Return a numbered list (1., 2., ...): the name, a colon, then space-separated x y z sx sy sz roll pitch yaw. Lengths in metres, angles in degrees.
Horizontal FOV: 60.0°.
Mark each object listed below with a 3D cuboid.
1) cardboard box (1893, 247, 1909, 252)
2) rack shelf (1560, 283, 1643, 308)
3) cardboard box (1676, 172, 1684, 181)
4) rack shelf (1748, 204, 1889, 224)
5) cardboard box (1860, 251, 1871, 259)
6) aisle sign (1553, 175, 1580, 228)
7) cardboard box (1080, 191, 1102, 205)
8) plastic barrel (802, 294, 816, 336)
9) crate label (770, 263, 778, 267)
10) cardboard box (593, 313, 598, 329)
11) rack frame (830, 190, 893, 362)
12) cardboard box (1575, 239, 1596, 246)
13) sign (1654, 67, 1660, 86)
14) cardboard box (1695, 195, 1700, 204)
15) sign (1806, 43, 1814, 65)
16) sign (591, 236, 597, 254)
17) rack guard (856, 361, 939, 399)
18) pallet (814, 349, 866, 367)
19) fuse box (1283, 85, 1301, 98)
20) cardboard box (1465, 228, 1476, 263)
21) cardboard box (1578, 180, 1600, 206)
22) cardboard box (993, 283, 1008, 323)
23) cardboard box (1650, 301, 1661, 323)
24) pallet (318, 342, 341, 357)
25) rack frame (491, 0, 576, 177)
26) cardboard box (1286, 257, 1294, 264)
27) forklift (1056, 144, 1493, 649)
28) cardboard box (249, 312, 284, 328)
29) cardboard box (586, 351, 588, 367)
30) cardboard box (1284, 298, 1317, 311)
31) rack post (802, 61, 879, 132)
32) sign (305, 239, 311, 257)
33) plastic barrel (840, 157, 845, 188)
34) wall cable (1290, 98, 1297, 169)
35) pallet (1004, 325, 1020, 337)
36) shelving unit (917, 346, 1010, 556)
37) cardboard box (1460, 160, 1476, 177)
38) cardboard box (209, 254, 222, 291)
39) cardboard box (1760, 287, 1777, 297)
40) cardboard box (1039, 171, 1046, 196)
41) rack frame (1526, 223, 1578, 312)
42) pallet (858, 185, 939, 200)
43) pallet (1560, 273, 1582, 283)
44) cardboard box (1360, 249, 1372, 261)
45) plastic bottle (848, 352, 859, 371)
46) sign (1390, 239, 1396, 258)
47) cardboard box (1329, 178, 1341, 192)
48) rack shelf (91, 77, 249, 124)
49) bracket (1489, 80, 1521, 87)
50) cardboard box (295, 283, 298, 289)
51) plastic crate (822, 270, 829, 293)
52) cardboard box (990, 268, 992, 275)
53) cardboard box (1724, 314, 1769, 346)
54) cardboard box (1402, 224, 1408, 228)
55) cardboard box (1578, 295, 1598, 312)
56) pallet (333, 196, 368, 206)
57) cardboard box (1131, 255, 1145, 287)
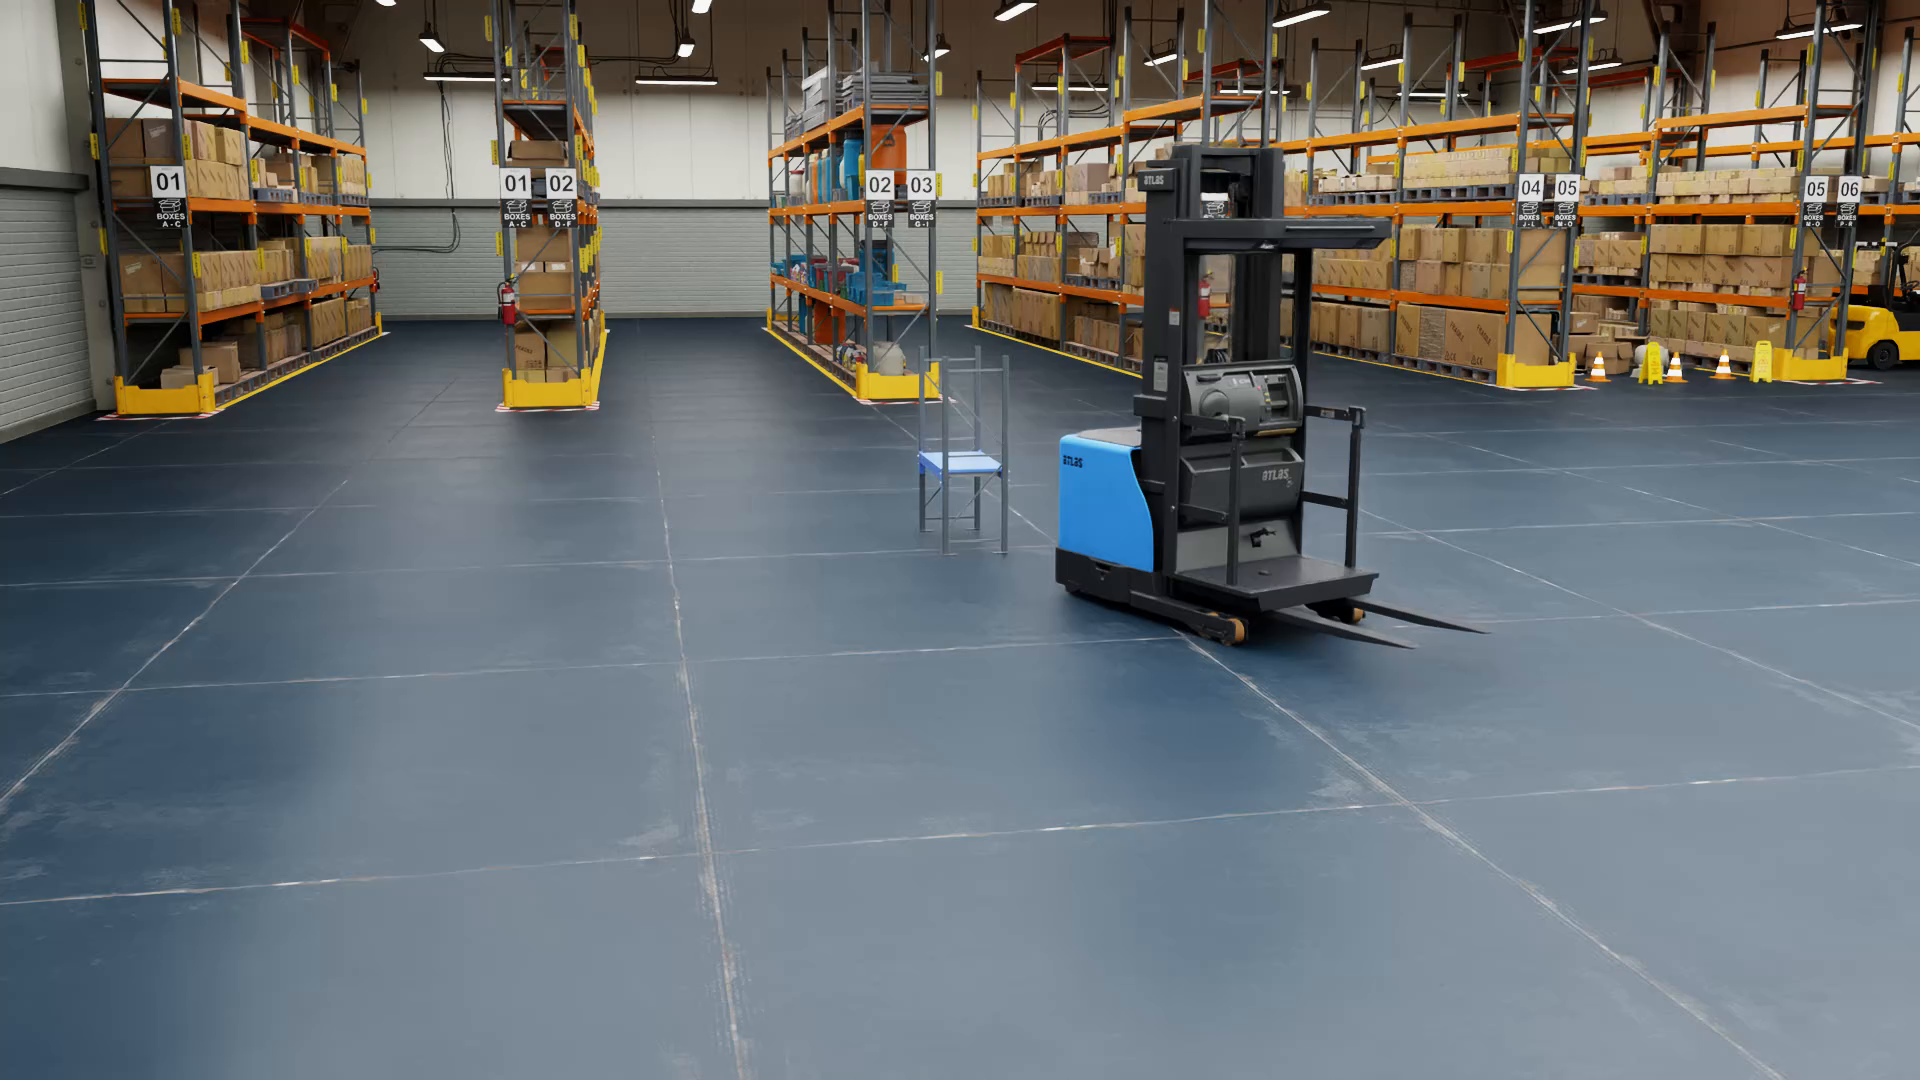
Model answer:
1. cardboard box: 17.598 -5.427 30.892 0.380 0.149 0.250 -2 11 -10
2. rack shelf: 12.570 -4.815 32.396 1.077 0.370 4.000 -2 11 -11
3. cardboard box: 12.822 -6.378 29.203 0.380 0.149 0.250 -2 11 -13
4. rack shelf: 17.438 -6.470 33.067 1.077 0.370 4.000 -2 11 -11
5. cardboard box: 17.475 -5.452 31.815 0.380 0.149 0.250 -2 11 -12
6. aisle sign: 9.209 -5.144 25.250 0.394 0.787 0.004 -2 11 -11
7. cardboard box: 2.511 -6.291 30.606 0.500 0.250 0.500 -2 11 -10
8. plastic barrel: -2.949 -4.674 34.217 0.600 0.901 0.708 -2 11 -11
9. crate label: -4.229 -6.352 38.834 0.416 0.233 0.303 -2 11 -11
10. cardboard box: -7.372 -4.181 32.648 0.500 0.500 0.500 -3 11 -13
11. rack frame: -1.620 -4.261 27.561 1.000 3.000 0.127 -2 11 -11
12. cardboard box: 12.260 -5.653 32.690 0.500 0.500 0.500 -2 11 -10
13. sign: 12.416 -8.264 29.626 0.100 0.325 0.005 -2 11 -11
14. cardboard box: 12.983 -5.897 28.808 0.380 0.149 0.250 -2 11 -13
15. sign: 13.189 -7.535 25.797 0.100 0.325 0.005 -2 11 -11
16. sign: -6.714 -5.405 30.474 0.100 0.325 0.005 -2 11 -11
17. rack guard: -0.903 -2.312 24.005 1.175 0.500 0.348 -2 11 -11
18. pallet: -2.052 -3.258 29.749 1.003 0.211 1.213 -2 11 -11
19. fuse box: 9.263 -12.540 46.459 0.513 0.334 0.176 -2 11 -11
20. cardboard box: 8.694 -4.748 26.832 0.875 0.550 0.550 -2 11 -11
21. cardboard box: 12.506 -6.781 32.501 0.797 0.503 0.637 -2 11 -11
22. cardboard box: 1.284 -5.523 38.752 0.875 0.875 0.875 -2 11 -11
23. cardboard box: 16.258 -5.234 38.236 0.500 0.500 0.500 -2 11 -12
24. pallet: -12.429 -3.635 31.731 1.003 0.211 1.213 -2 11 -11
25. rack frame: -5.702 -6.295 22.203 1.000 3.000 0.127 -2 11 -11
26. cardboard box: 6.803 -5.640 33.558 0.380 0.149 0.250 -2 11 -10
27. forklift: 1.880 -0.911 10.143 1.130 2.935 3.031 -7 13 -33
28. cardboard box: -11.875 -3.754 28.400 0.500 0.250 0.500 -2 11 -10
29. cardboard box: -6.175 -2.860 26.431 0.500 0.250 0.500 -2 11 -11
30. cardboard box: 6.955 -4.799 33.946 0.500 0.250 0.500 -2 11 -12
31. rack post: -2.087 -7.664 28.863 1.013 1.000 3.121 -2 11 -11
32. sign: -11.585 -5.186 29.535 0.100 0.325 0.005 -2 11 -11
33. plastic barrel: -1.729 -5.910 26.779 0.421 0.512 0.421 0 11 0
34. wall cable: 9.242 -10.983 46.831 0.463 3.000 0.029 -2 11 -11
35. pallet: 1.611 -4.681 37.225 1.003 0.211 1.213 -2 11 -11
36. shelving unit: 0.017 -0.721 12.974 0.538 1.500 1.048 -2 11 -11
37. cardboard box: 8.339 -5.934 26.545 0.500 0.250 0.500 -2 11 -11
38. cardboard box: -10.444 -3.661 22.752 0.500 0.500 0.500 -2 11 -11
39. cardboard box: 13.296 -4.048 27.113 0.380 0.149 0.250 -2 11 -12
40. cardboard box: 2.042 -7.279 33.997 0.797 0.503 0.637 -2 11 -12
41. rack frame: 12.181 -5.535 34.256 1.000 3.000 0.127 -2 11 -11
42. pallet: -0.907 -5.063 24.260 1.003 0.211 1.213 -2 11 -11
43. pallet: 12.424 -5.314 33.607 1.213 0.211 1.003 -2 11 -11
44. cardboard box: 7.821 -5.421 30.715 0.700 0.500 0.500 -2 11 -11
45. plastic bottle: -1.651 -2.774 25.855 0.152 0.276 0.135 -2 11 -11
46. sign: 7.593 -5.111 29.144 0.100 0.325 0.005 -2 11 -11
47. cardboard box: 7.368 -6.759 31.675 0.500 0.250 0.500 -2 11 -9
48. rack shelf: -10.949 -6.126 23.248 1.077 0.370 4.000 -2 11 -11
49. bracket: 14.881 -13.002 47.814 0.076 0.066 5.218 -2 11 -11
50. cardboard box: -11.953 -4.590 29.906 0.380 0.149 0.250 -2 11 -12
51. plastic crate: -2.140 -4.444 28.566 0.392 0.384 0.575 -2 11 -11
52. cardboard box: 0.902 -6.206 38.451 0.380 0.149 0.250 -2 11 -12
53. cardboard box: 13.221 -3.525 27.919 0.500 0.500 0.500 -2 11 -9
54. cardboard box: 10.782 -7.454 39.660 0.380 0.149 0.250 -2 11 -11
55. cardboard box: 15.652 -5.788 41.144 0.500 0.500 0.500 -2 11 -10
56. pallet: -13.517 -7.396 36.247 1.003 0.211 1.213 -2 11 -11
57. cardboard box: 3.328 -4.459 27.537 0.875 0.500 0.500 -2 11 -11
